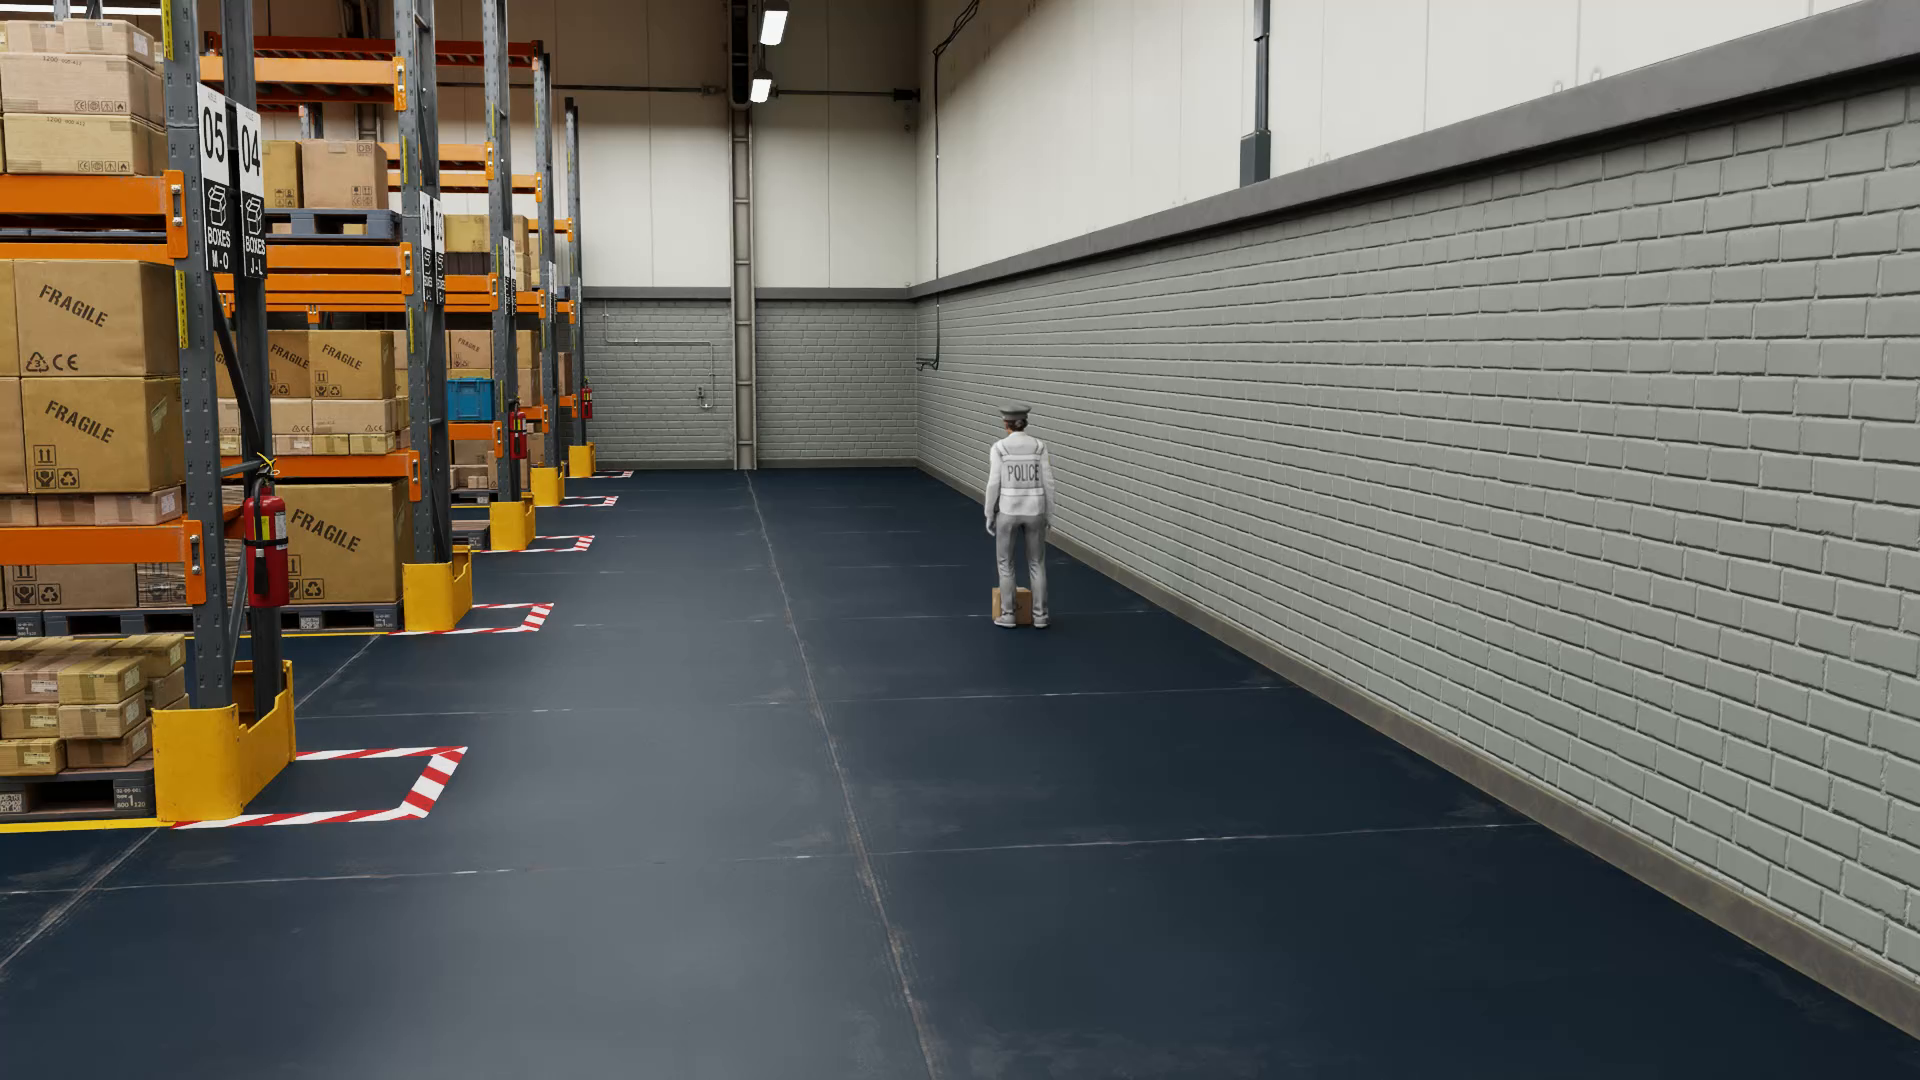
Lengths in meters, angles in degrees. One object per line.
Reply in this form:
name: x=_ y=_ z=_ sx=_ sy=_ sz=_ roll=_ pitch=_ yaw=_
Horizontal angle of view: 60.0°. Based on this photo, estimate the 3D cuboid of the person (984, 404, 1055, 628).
person: x=0.433 y=-0.174 z=12.333 sx=0.527 sy=1.662 sz=0.414 roll=-1 pitch=7 yaw=-11
